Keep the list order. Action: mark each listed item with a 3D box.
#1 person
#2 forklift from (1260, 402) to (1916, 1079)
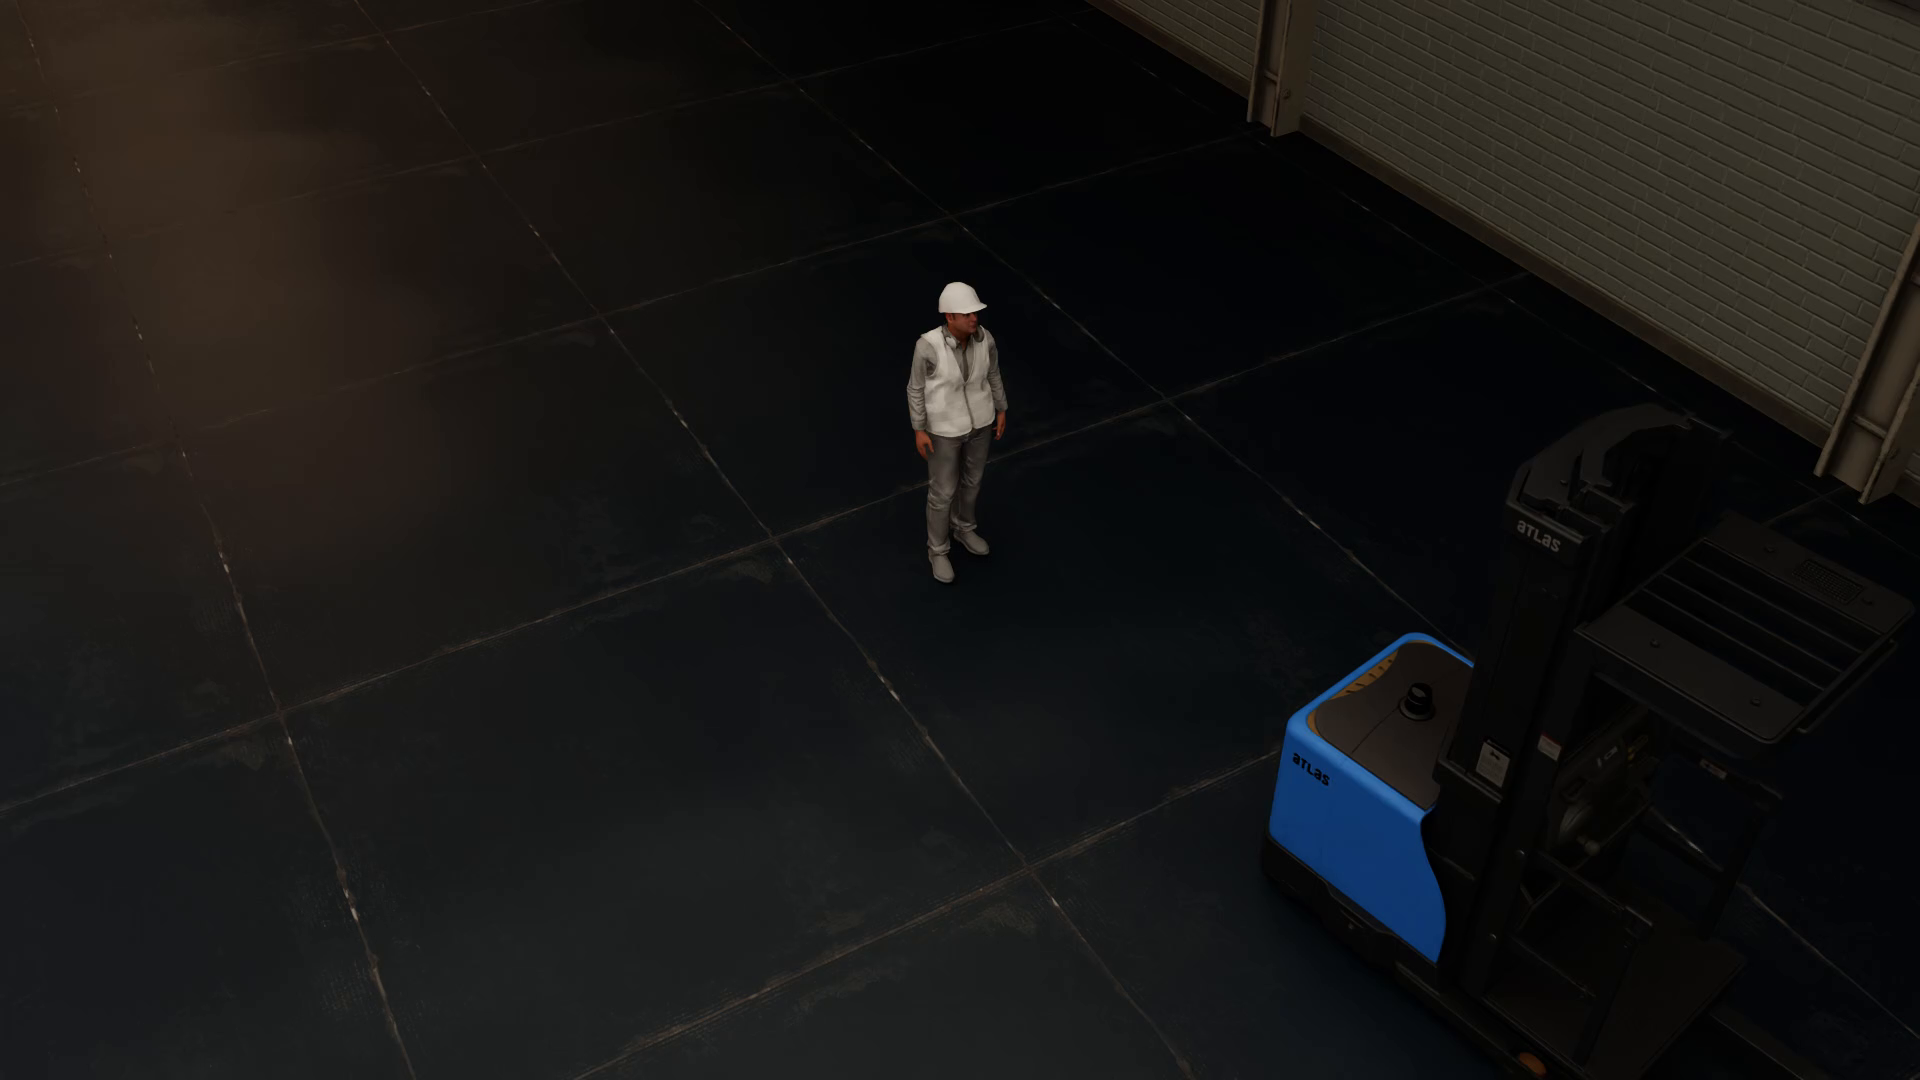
[{"bbox_3d":[0.024,-0.652,9.717,0.632,1.773,0.568,-20,44,-23],"label":"person"},{"bbox_3d":[2.837,1.037,6.786,1.130,2.935,3.031,-29,48,-30],"label":"forklift"}]
